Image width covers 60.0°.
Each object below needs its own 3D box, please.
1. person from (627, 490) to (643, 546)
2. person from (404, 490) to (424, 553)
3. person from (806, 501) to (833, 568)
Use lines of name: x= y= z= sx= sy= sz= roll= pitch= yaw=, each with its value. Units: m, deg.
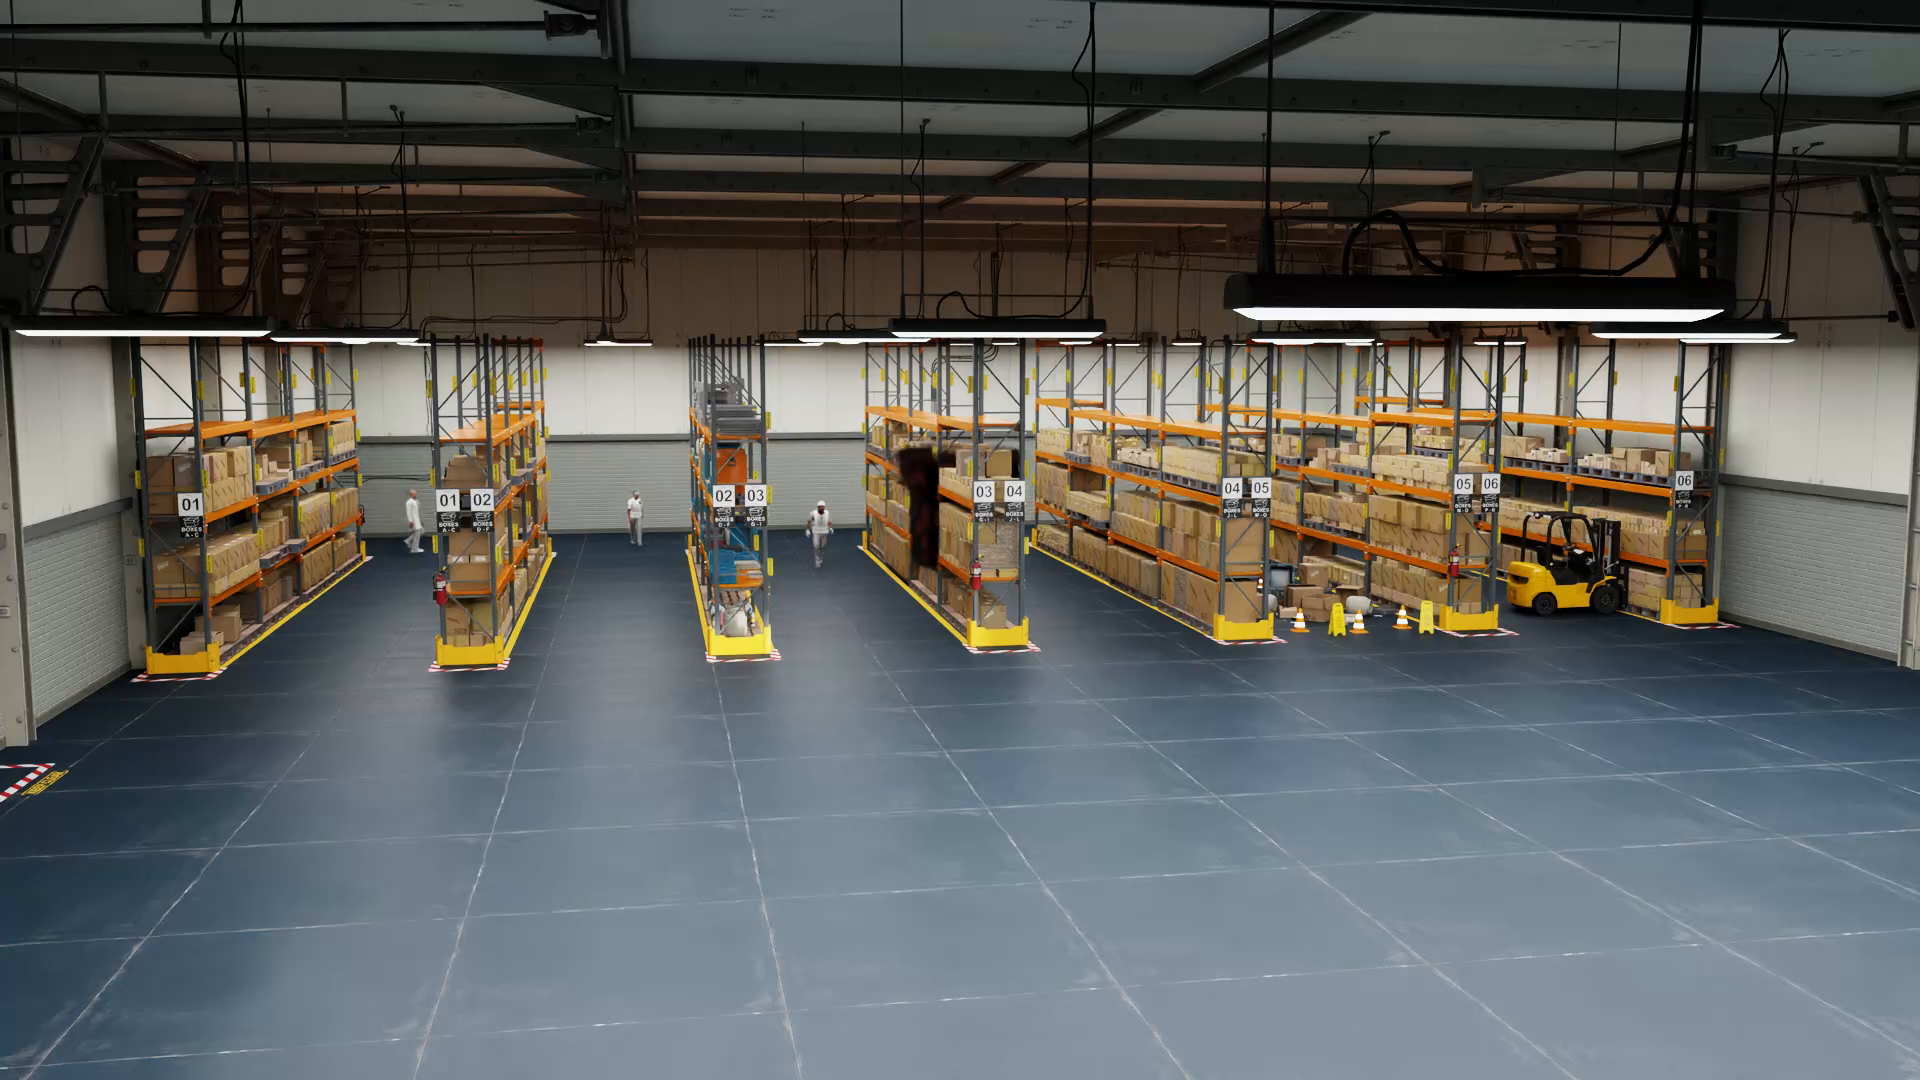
person: x=-9.457 y=-0.647 z=48.424 sx=0.445 sy=1.635 sz=0.997 roll=-2 pitch=7 yaw=-14
person: x=-15.371 y=-0.532 z=46.745 sx=0.571 sy=1.762 sz=0.588 roll=-1 pitch=7 yaw=-8
person: x=-3.713 y=-0.146 z=44.028 sx=0.677 sy=1.804 sz=0.878 roll=-1 pitch=7 yaw=-12
